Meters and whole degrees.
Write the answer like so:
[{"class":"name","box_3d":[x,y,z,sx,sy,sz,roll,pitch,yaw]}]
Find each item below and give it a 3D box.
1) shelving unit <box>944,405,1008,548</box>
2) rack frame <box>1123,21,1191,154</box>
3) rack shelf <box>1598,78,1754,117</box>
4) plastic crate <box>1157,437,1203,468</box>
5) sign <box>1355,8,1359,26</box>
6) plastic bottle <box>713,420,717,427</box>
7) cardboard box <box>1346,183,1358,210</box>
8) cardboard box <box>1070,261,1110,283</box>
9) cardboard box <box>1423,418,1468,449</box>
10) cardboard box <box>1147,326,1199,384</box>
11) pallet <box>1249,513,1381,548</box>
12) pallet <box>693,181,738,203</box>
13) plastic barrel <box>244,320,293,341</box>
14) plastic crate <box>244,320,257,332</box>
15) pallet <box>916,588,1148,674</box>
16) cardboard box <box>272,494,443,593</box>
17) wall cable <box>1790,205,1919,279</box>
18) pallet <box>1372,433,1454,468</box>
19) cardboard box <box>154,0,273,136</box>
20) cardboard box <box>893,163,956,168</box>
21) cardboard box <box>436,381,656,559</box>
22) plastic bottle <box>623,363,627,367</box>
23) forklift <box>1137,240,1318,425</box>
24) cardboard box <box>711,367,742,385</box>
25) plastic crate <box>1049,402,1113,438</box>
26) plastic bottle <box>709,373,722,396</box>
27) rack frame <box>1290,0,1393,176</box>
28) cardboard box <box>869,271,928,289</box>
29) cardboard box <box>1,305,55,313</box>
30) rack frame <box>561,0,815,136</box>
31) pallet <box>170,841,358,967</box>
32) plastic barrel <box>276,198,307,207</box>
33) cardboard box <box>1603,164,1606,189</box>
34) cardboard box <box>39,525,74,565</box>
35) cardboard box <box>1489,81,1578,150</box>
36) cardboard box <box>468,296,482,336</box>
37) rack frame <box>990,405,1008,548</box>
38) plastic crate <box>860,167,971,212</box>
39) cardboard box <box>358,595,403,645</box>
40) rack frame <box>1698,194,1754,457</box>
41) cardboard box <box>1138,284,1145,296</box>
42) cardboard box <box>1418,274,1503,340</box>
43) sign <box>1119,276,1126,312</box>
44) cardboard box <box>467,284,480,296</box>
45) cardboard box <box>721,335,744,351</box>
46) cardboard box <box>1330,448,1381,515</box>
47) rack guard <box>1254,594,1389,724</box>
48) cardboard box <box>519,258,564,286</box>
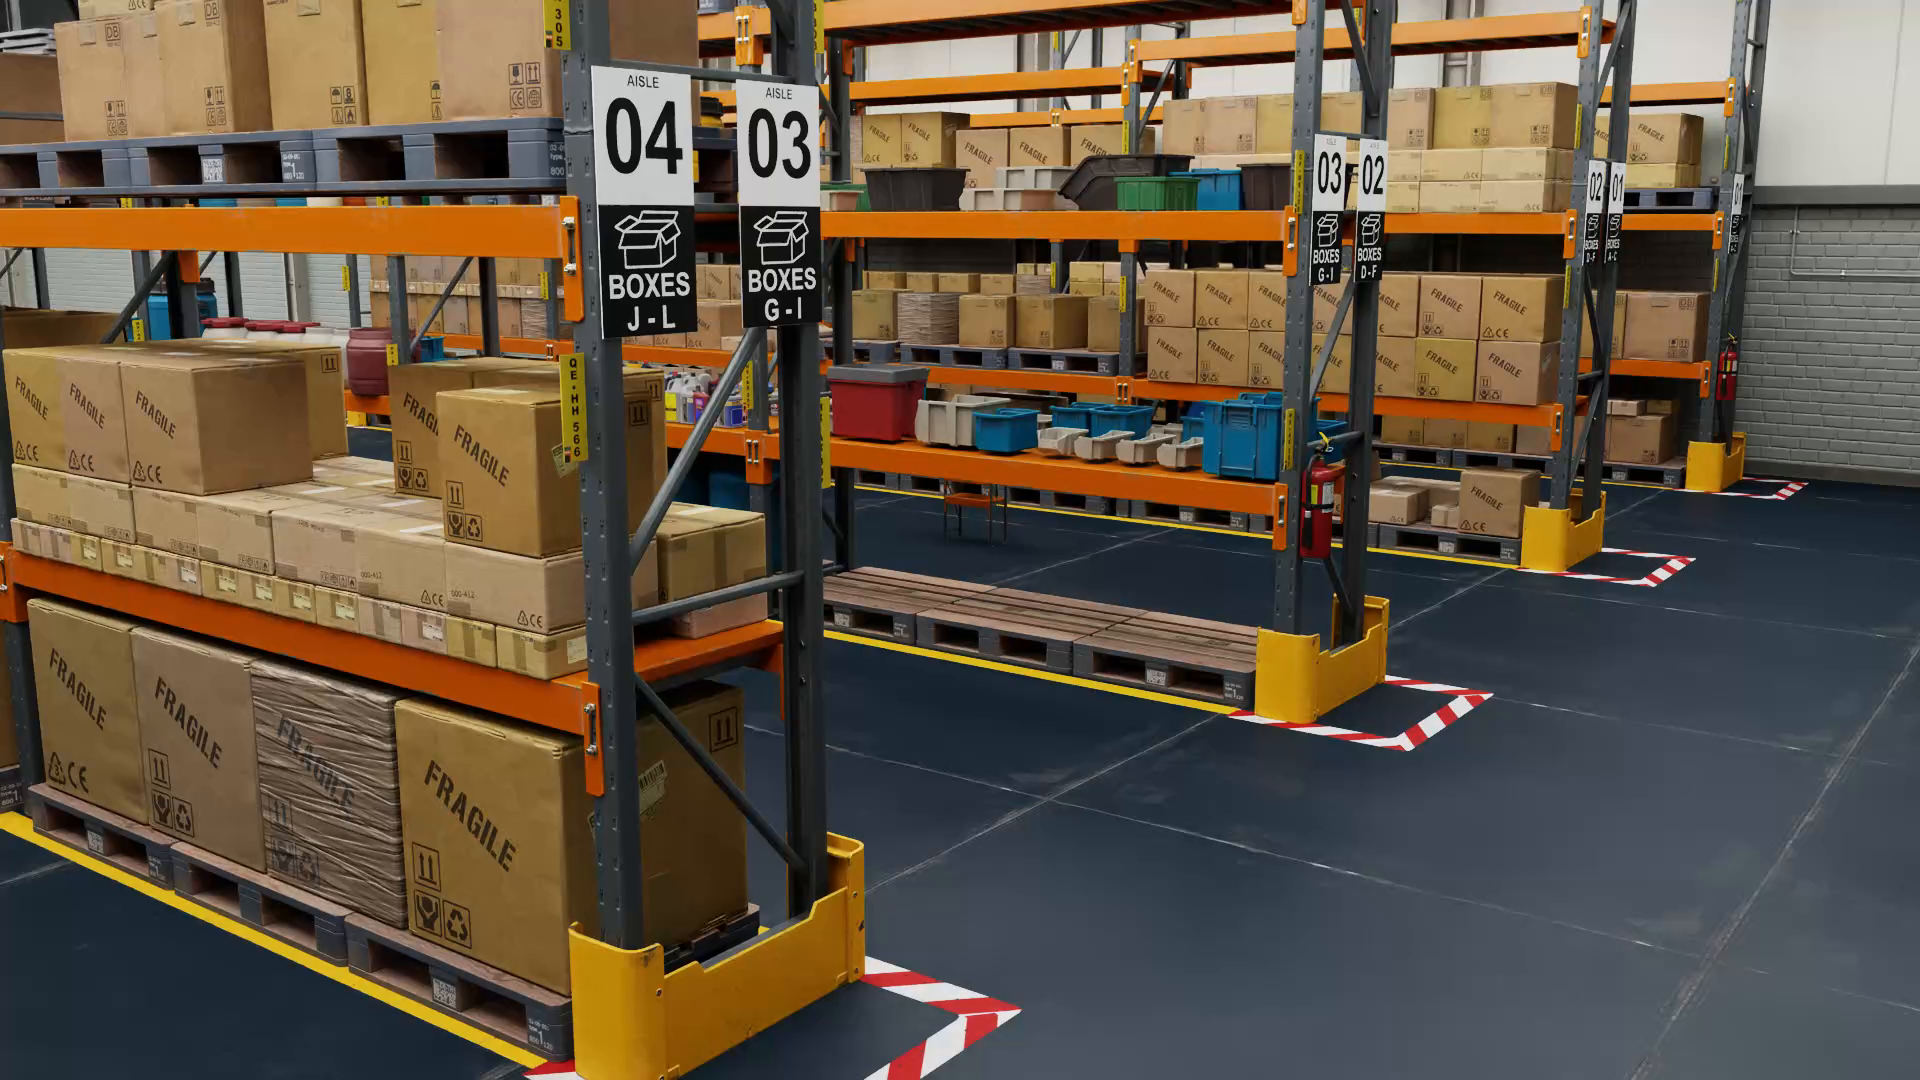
[{"class":"shelving unit","box_3d":[0.133,-0.570,14.320,0.503,1.200,0.258,8,13,36]},{"class":"rack frame","box_3d":[1.812,-4.706,15.165,0.127,3.000,1.000,8,13,36]},{"class":"rack shelf","box_3d":[6.353,-4.691,18.031,4.000,0.370,1.077,8,13,36]},{"class":"plastic crate","box_3d":[1.337,-0.517,9.843,0.243,0.136,0.396,8,13,36]},{"class":"sign","box_3d":[4.430,-5.878,18.555,0.005,0.325,0.100,8,13,36]},{"class":"plastic bottle","box_3d":[-1.741,-0.909,11.855,0.097,0.201,0.097,0,11,0]},{"class":"cardboard box","box_3d":[3.265,-2.898,14.112,0.500,0.250,0.500,8,13,36]},{"class":"cardboard box","box_3d":[1.754,-3.449,21.386,0.500,0.250,0.500,8,14,37]},{"class":"cardboard box","box_3d":[5.686,-1.342,19.044,0.500,0.500,0.700,8,13,35]},{"class":"cardboard box","box_3d":[2.062,-1.711,15.214,0.500,0.500,0.500,8,14,37]},{"class":"pallet","box_3d":[3.353,-0.177,14.891,1.213,0.211,1.003,8,13,36]},{"class":"pallet","box_3d":[-1.812,-2.456,11.928,1.003,0.211,1.213,8,13,36]},{"class":"plastic barrel","box_3d":[-6.338,-1.746,15.298,0.433,0.535,0.433,0,11,0]},{"class":"plastic crate","box_3d":[-6.999,-1.926,16.421,0.583,0.464,0.402,8,13,36]},{"class":"pallet","box_3d":[0.480,0.580,10.977,1.213,0.211,1.003,8,13,36]},{"class":"cardboard box","box_3d":[-2.197,0.004,6.222,0.500,0.250,0.500,7,13,34]},{"class":"wall cable","box_3d":[9.557,-2.570,17.240,1.851,1.984,0.084,8,13,36]},{"class":"pallet","box_3d":[5.308,-1.053,19.418,1.213,0.211,1.003,8,13,36]},{"class":"cardboard box","box_3d":[-2.620,-1.801,6.415,0.500,0.500,0.700,9,14,38]},{"class":"cardboard box","box_3d":[-0.210,-3.573,16.939,0.500,0.500,0.910,8,13,36]},{"class":"cardboard box","box_3d":[-1.379,-0.250,5.563,0.500,0.500,0.500,8,14,36]},{"class":"plastic bottle","box_3d":[-2.743,-1.296,13.459,0.185,0.351,0.144,8,13,36]},{"class":"forklift","box_3d":[2.557,-2.257,18.479,1.130,2.935,3.031,-8,14,-36]},{"class":"cardboard box","box_3d":[-3.405,-2.612,25.556,0.500,0.500,0.700,7,13,32]},{"class":"plastic crate","box_3d":[0.794,-0.761,10.846,0.300,0.233,0.416,8,13,36]},{"class":"plastic bottle","box_3d":[-1.882,-1.152,12.895,0.133,0.283,0.061,8,13,36]},{"class":"rack frame","box_3d":[2.101,-3.499,8.923,0.127,3.000,1.000,8,13,36]},{"class":"cardboard box","box_3d":[-0.870,-3.558,23.602,0.500,0.500,0.700,10,15,41]},{"class":"cardboard box","box_3d":[-5.120,-0.936,8.566,0.637,0.503,0.797,8,14,36]},{"class":"rack frame","box_3d":[-0.830,-2.740,5.003,0.127,3.000,1.000,8,13,36]},{"class":"pallet","box_3d":[-2.500,1.359,6.950,1.213,0.211,1.003,8,13,36]},{"class":"plastic barrel","box_3d":[-5.978,-3.450,15.250,0.708,0.901,0.600,8,13,36]},{"class":"cardboard box","box_3d":[6.798,-3.824,17.529,0.500,0.250,0.500,7,13,33]},{"class":"cardboard box","box_3d":[-3.801,-0.008,7.334,0.250,0.149,0.380,7,13,34]},{"class":"cardboard box","box_3d":[4.613,-3.379,13.307,0.500,0.500,0.700,8,13,36]},{"class":"cardboard box","box_3d":[-5.828,-2.874,21.223,0.500,0.500,0.700,8,14,36]},{"class":"rack frame","box_3d":[0.330,-0.543,14.178,0.015,1.200,0.240,8,13,36]},{"class":"plastic crate","box_3d":[-0.284,-2.230,10.606,0.590,0.269,0.497,8,13,36]},{"class":"cardboard box","box_3d":[-1.926,0.253,5.986,0.250,0.149,0.380,8,14,37]},{"class":"rack frame","box_3d":[7.965,-2.070,17.332,0.127,3.000,1.000,8,13,36]},{"class":"cardboard box","box_3d":[2.573,-2.964,20.856,0.500,0.500,0.500,8,13,35]},{"class":"cardboard box","box_3d":[4.107,-1.916,13.640,0.500,0.500,0.500,8,14,37]},{"class":"sign","box_3d":[1.487,-2.244,15.184,0.005,0.325,0.100,8,13,36]},{"class":"cardboard box","box_3d":[-6.004,-3.169,21.040,0.250,0.149,0.380,8,14,37]},{"class":"cardboard box","box_3d":[-2.473,-2.222,18.780,0.250,0.149,0.380,9,14,40]},{"class":"cardboard box","box_3d":[3.330,-0.541,14.842,0.637,0.503,0.797,8,13,36]},{"class":"rack guard","box_3d":[2.128,0.675,9.726,0.348,0.500,1.175,8,13,36]},{"class":"cardboard box","box_3d":[-4.997,-3.395,20.504,0.500,0.500,0.700,8,14,36]}]
